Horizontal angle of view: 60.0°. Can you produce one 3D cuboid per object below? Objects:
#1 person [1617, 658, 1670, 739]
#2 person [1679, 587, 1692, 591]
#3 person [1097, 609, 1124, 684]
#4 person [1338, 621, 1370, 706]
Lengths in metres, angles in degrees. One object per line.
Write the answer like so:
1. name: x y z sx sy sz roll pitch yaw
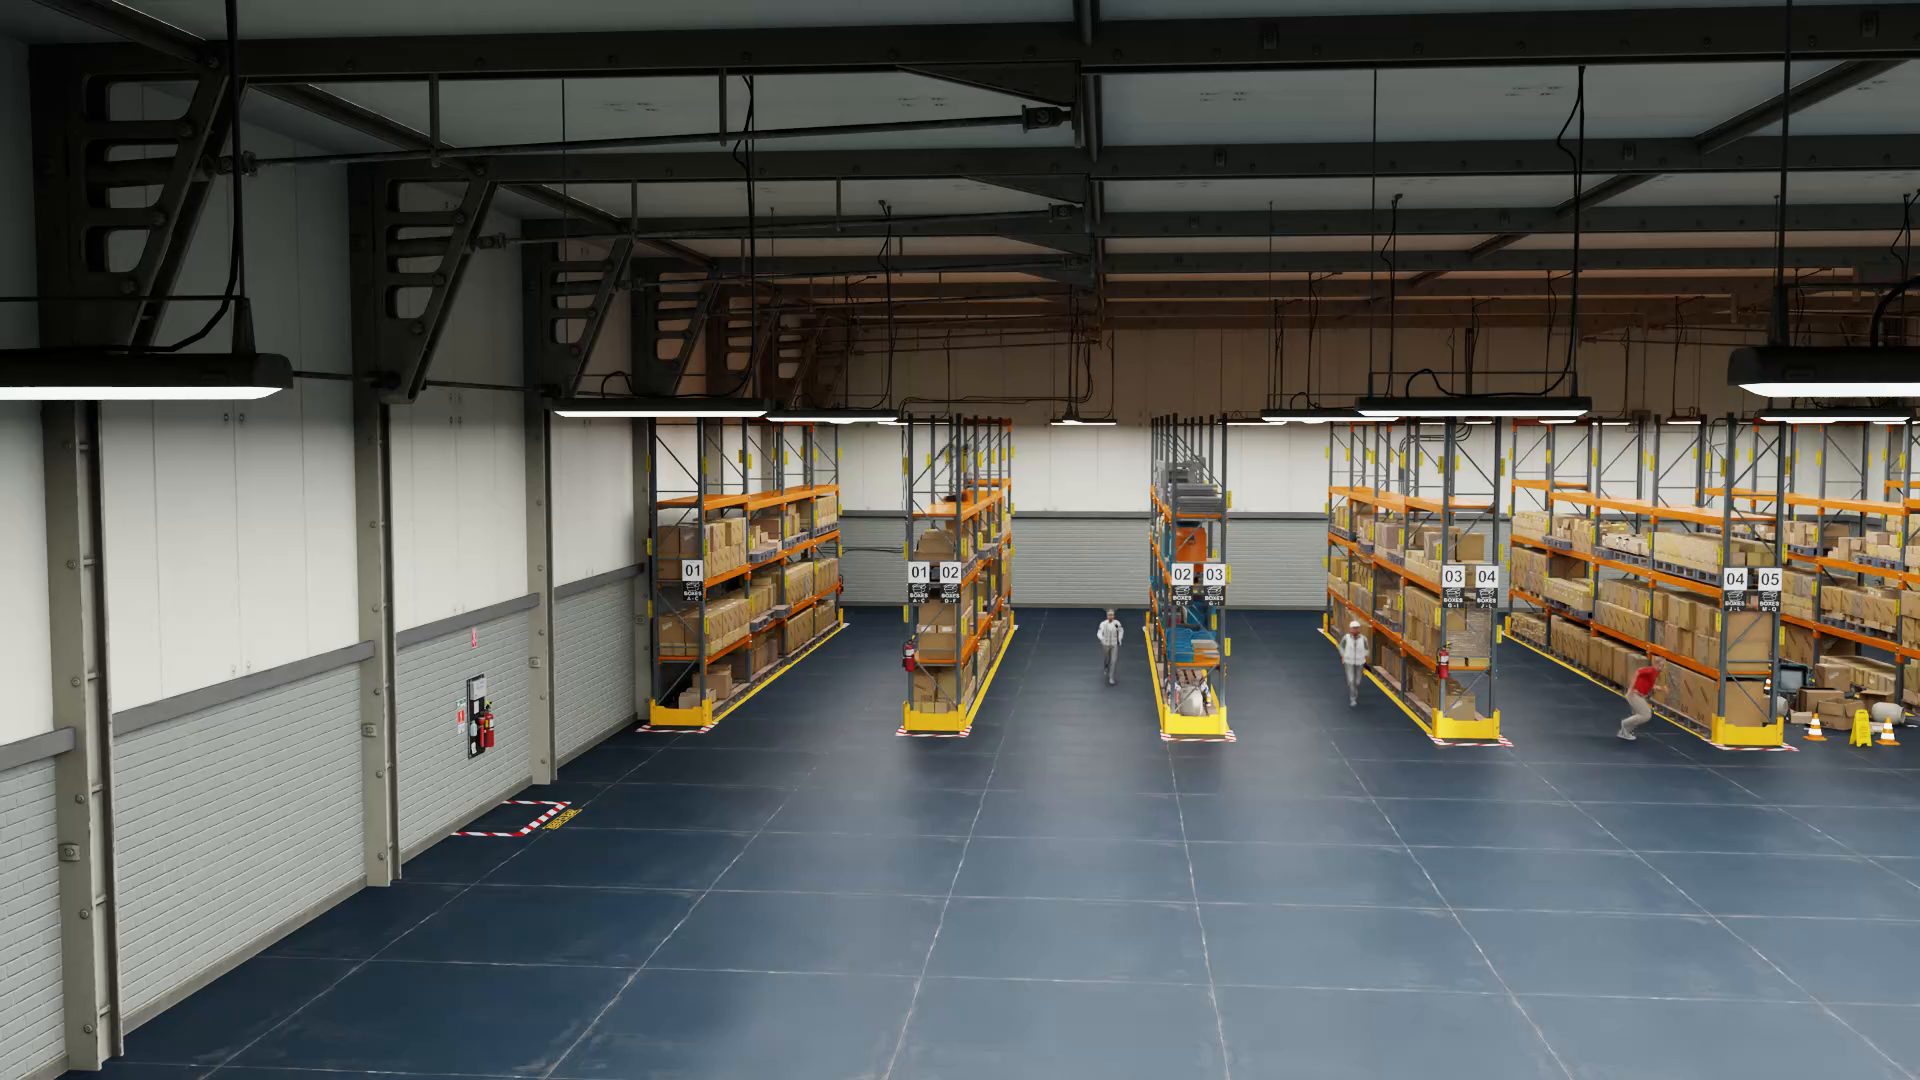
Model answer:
1. person: 12.463 2.910 30.352 0.882 1.548 0.695 3 5 34
2. person: 20.401 1.758 46.975 0.514 1.646 0.627 2 4 22
3. person: 3.401 2.366 37.538 0.605 1.672 0.840 0 4 1
4. person: 8.180 2.538 34.529 0.646 1.746 0.828 1 4 8
